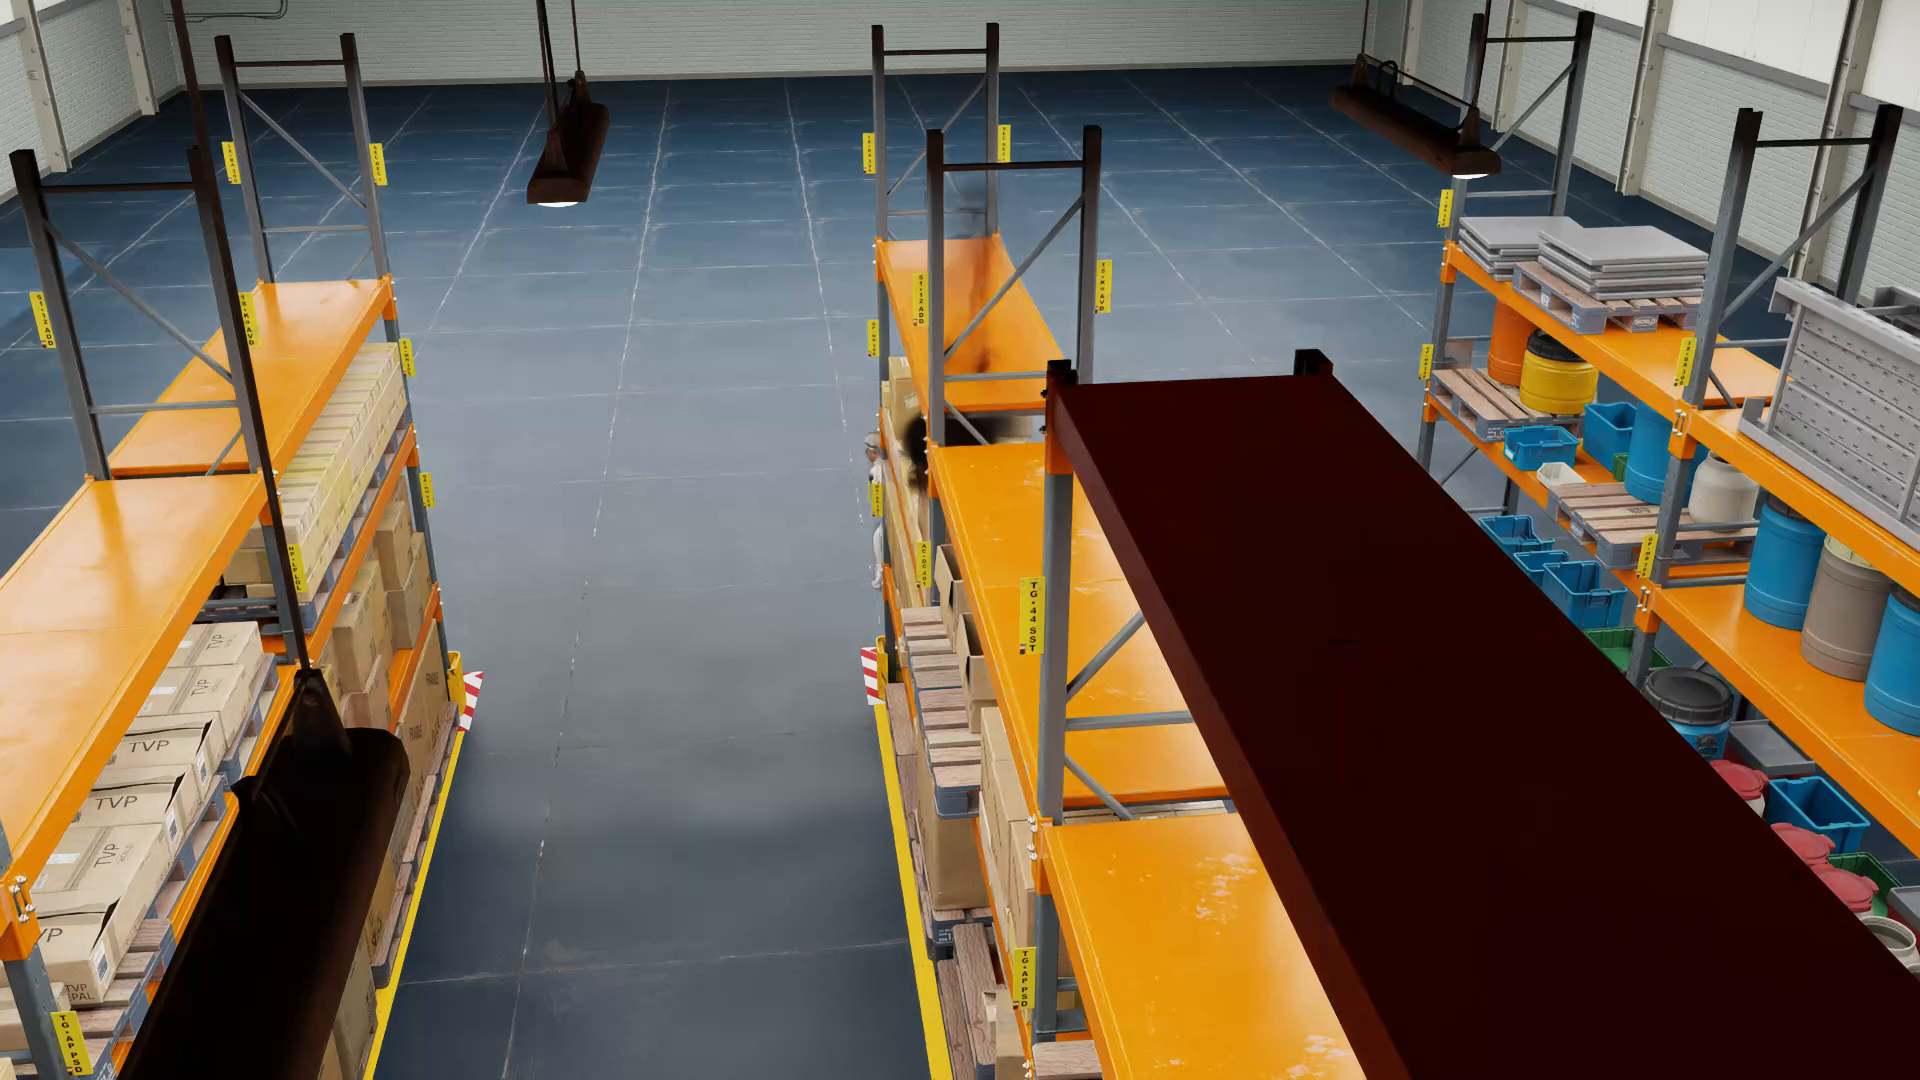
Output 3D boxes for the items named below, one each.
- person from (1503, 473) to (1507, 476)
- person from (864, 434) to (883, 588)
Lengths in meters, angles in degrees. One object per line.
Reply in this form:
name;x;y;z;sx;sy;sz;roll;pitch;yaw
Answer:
person;7.022;-1.528;19.693;0.904;1.808;0.729;7;27;15
person;-0.528;-0.171;16.998;1.015;1.739;0.704;13;28;25
